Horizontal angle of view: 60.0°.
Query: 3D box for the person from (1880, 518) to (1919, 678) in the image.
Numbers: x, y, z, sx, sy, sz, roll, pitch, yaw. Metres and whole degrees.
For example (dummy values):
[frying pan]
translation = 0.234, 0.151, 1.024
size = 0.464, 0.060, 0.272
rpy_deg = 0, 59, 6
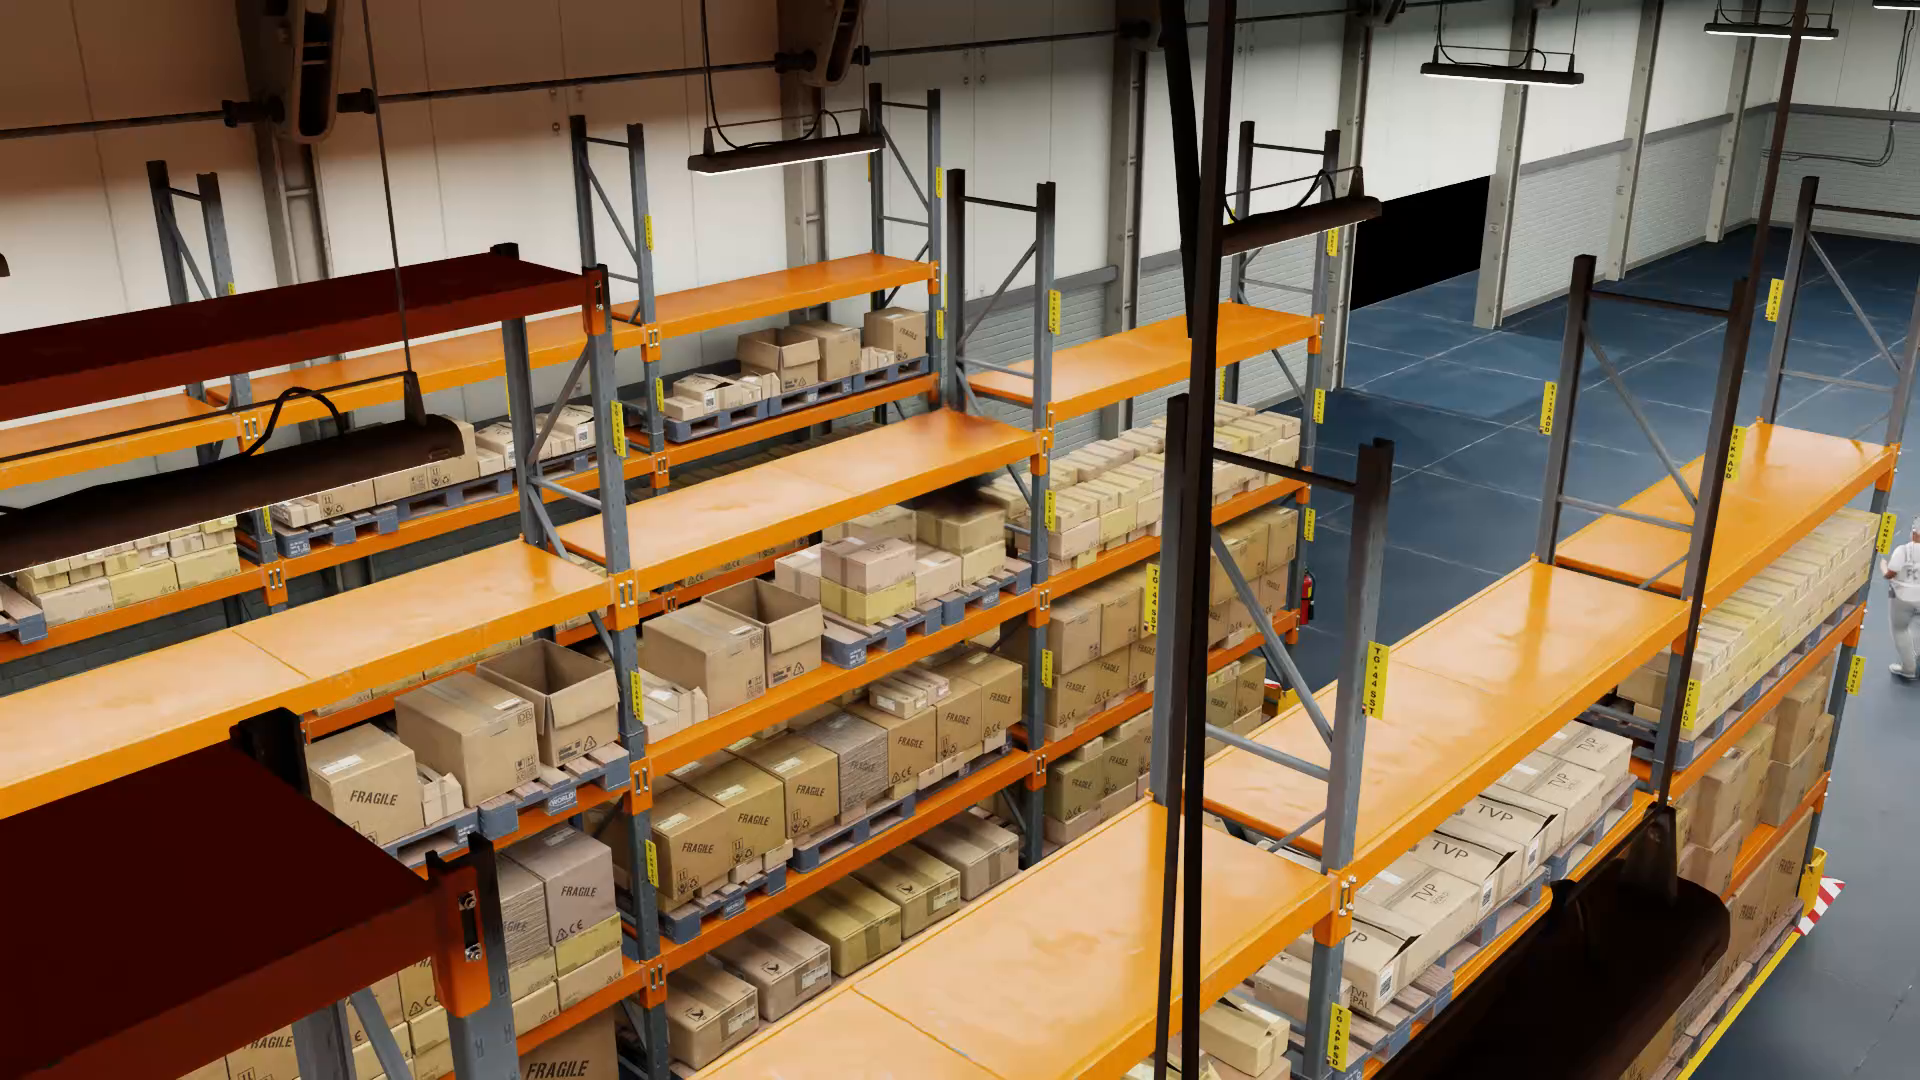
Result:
[person]
translation = 10.254, 0.613, 18.047
size = 0.631, 1.811, 0.700
rpy_deg = -3, 21, -9
